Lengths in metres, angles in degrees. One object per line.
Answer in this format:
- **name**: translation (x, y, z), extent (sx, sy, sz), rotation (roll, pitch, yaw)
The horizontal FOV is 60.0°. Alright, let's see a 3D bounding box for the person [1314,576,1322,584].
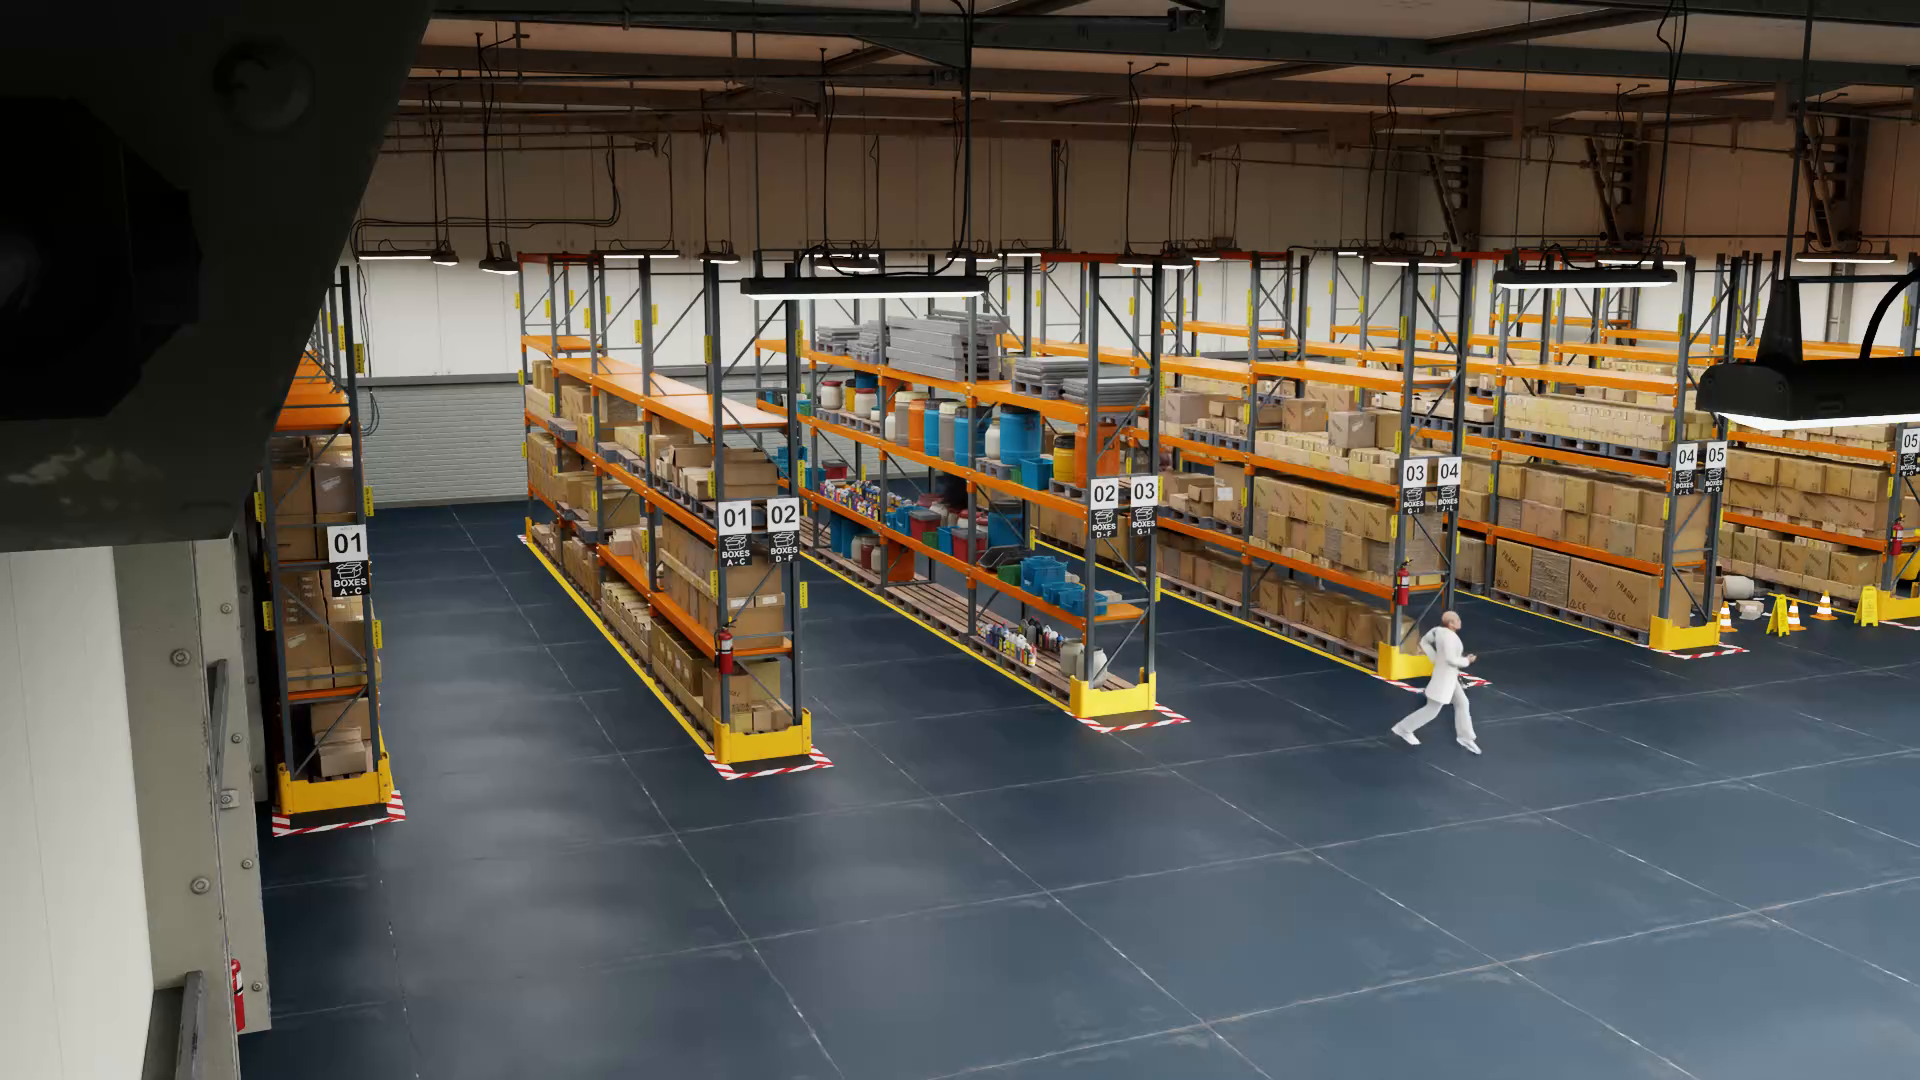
- **person**: translation (6.495, 0.062, 30.133), extent (0.650, 1.522, 0.598), rotation (-7, 12, -33)

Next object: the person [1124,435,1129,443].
- **person**: translation (4.133, -1.862, 41.011), extent (0.513, 1.578, 0.542), rotation (6, 12, 30)

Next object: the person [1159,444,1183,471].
- **person**: translation (4.714, -1.321, 37.305), extent (0.730, 1.787, 1.052), rotation (-3, 11, -15)

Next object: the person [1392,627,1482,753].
- **person**: translation (5.920, 1.872, 20.510), extent (1.108, 1.632, 0.669), rotation (2, 11, 13)
